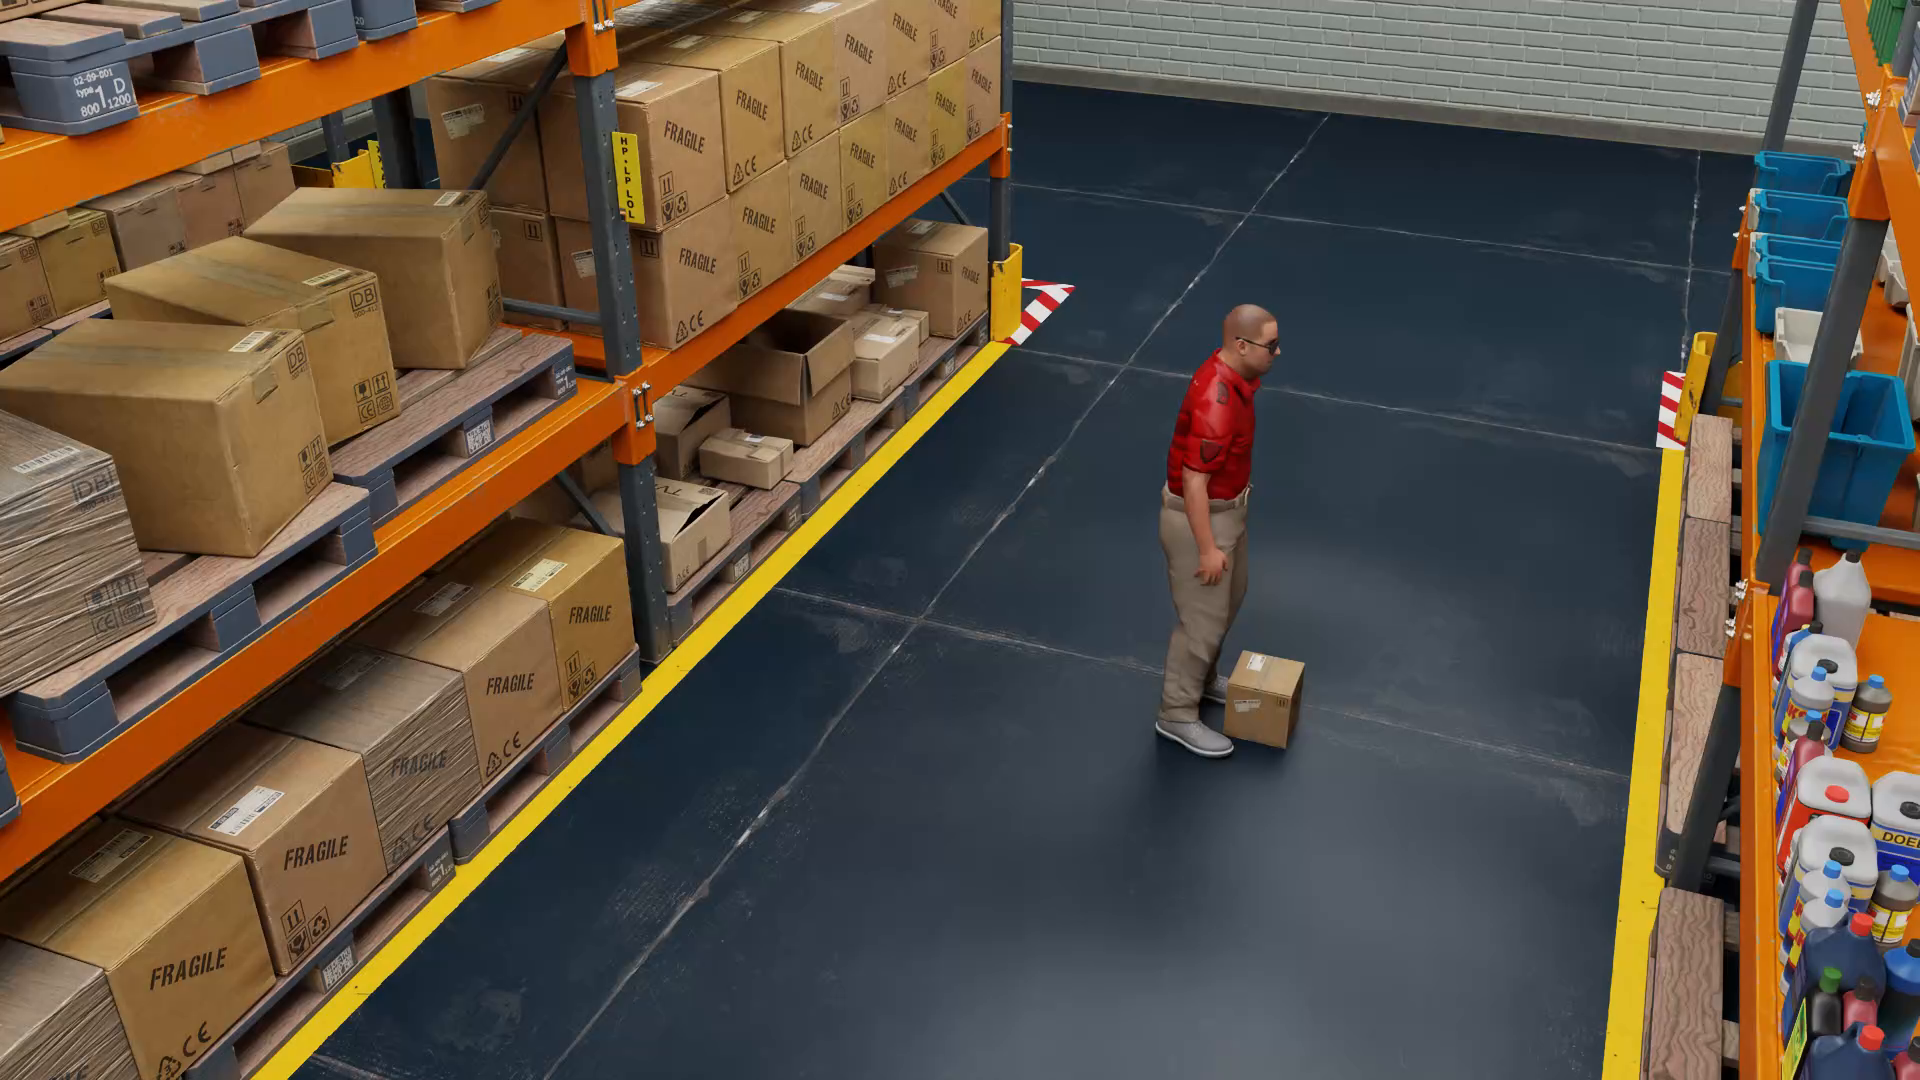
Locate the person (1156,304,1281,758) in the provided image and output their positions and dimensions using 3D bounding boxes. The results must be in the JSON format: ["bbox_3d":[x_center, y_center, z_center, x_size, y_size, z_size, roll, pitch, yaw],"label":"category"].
[{"bbox_3d":[0.967,-0.065,6.256,0.388,1.727,0.606,9,31,16],"label":"person"}]
